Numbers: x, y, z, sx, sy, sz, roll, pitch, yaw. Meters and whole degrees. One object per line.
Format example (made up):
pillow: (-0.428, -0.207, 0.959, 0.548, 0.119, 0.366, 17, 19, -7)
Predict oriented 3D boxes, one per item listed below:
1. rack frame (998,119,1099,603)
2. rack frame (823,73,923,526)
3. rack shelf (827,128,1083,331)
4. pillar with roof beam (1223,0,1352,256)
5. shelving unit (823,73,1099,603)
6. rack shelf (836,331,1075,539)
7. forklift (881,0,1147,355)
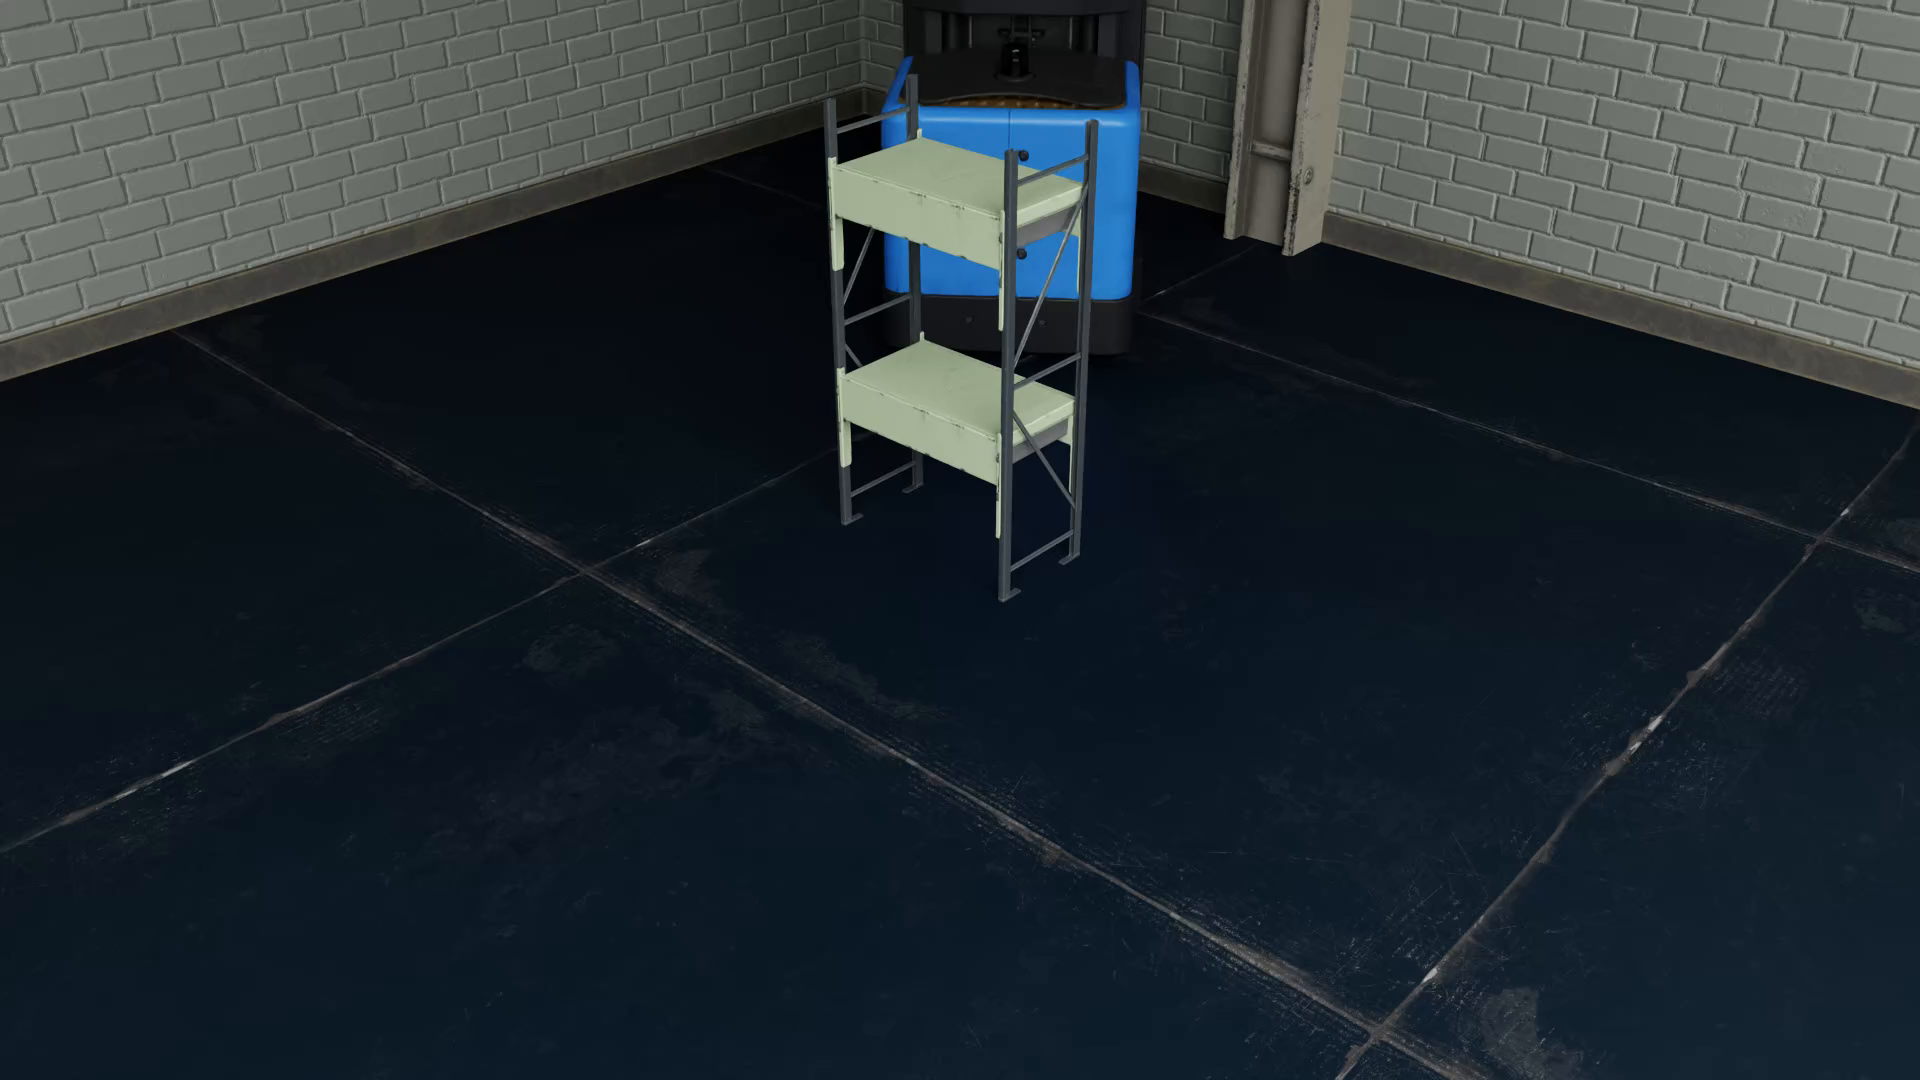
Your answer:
rack frame: (0.266, -0.518, 5.157, 0.023, 1.500, 0.400, 25, 39, 35)
rack frame: (-0.276, -0.772, 5.577, 0.023, 1.500, 0.400, 25, 39, 35)
rack shelf: (-0.005, -0.979, 5.166, 0.720, 0.370, 0.431, 25, 39, 35)
pillar with roof beam: (-1.338, -3.703, 3.176, 0.400, 9.000, 9.100, 25, 39, 35)
shelving unit: (-0.005, -0.645, 5.367, 0.755, 1.500, 0.431, 25, 39, 35)
rack shelf: (-0.005, -0.366, 5.535, 0.720, 0.370, 0.431, 25, 39, 35)
forklift: (0.308, -2.754, 7.484, 1.130, 2.935, 3.031, 2, 31, 4)
